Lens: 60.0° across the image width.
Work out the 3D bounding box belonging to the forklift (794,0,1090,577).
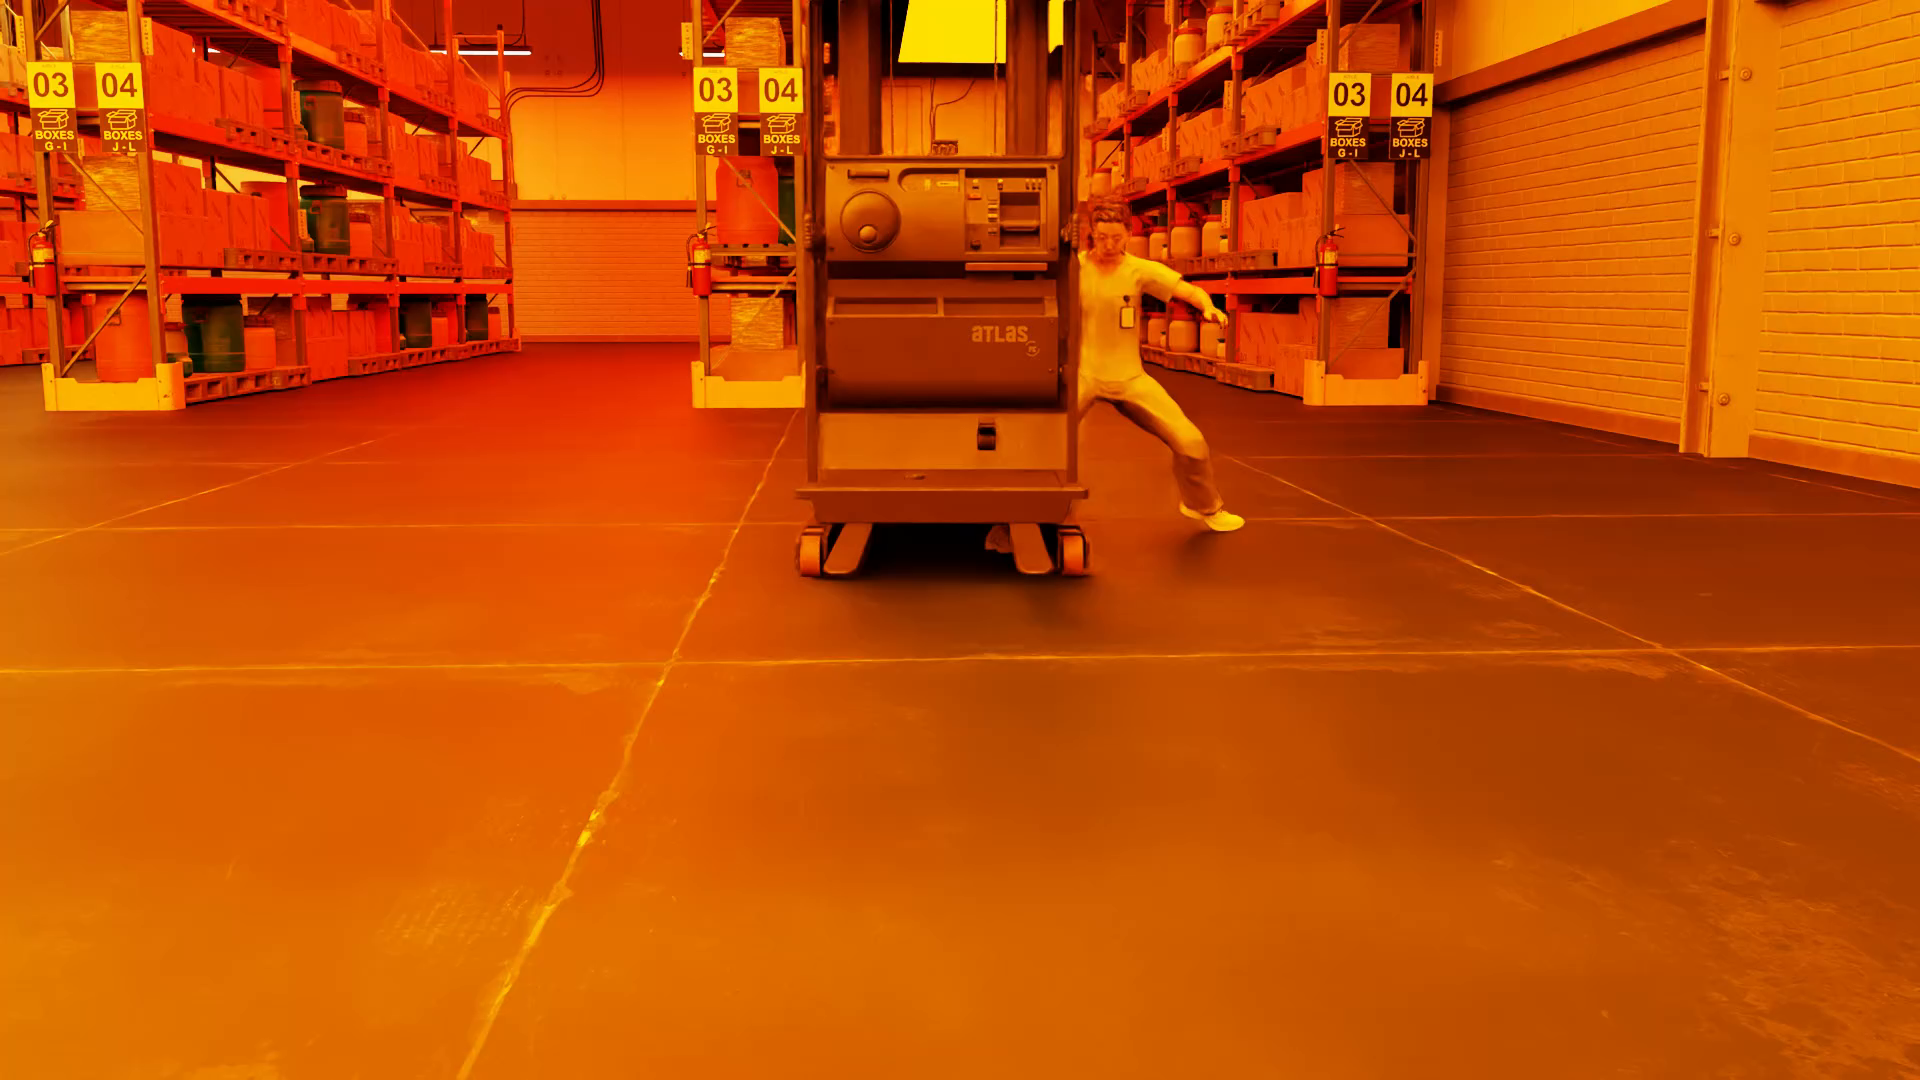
[{"bbox_3d":[-0.068,-1.351,6.430,1.130,2.935,3.031,0,8,0],"label":"forklift"}]

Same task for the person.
[{"bbox_3d":[0.696,-0.720,7.088,1.227,1.480,0.861,-1,8,-4],"label":"person"}]
